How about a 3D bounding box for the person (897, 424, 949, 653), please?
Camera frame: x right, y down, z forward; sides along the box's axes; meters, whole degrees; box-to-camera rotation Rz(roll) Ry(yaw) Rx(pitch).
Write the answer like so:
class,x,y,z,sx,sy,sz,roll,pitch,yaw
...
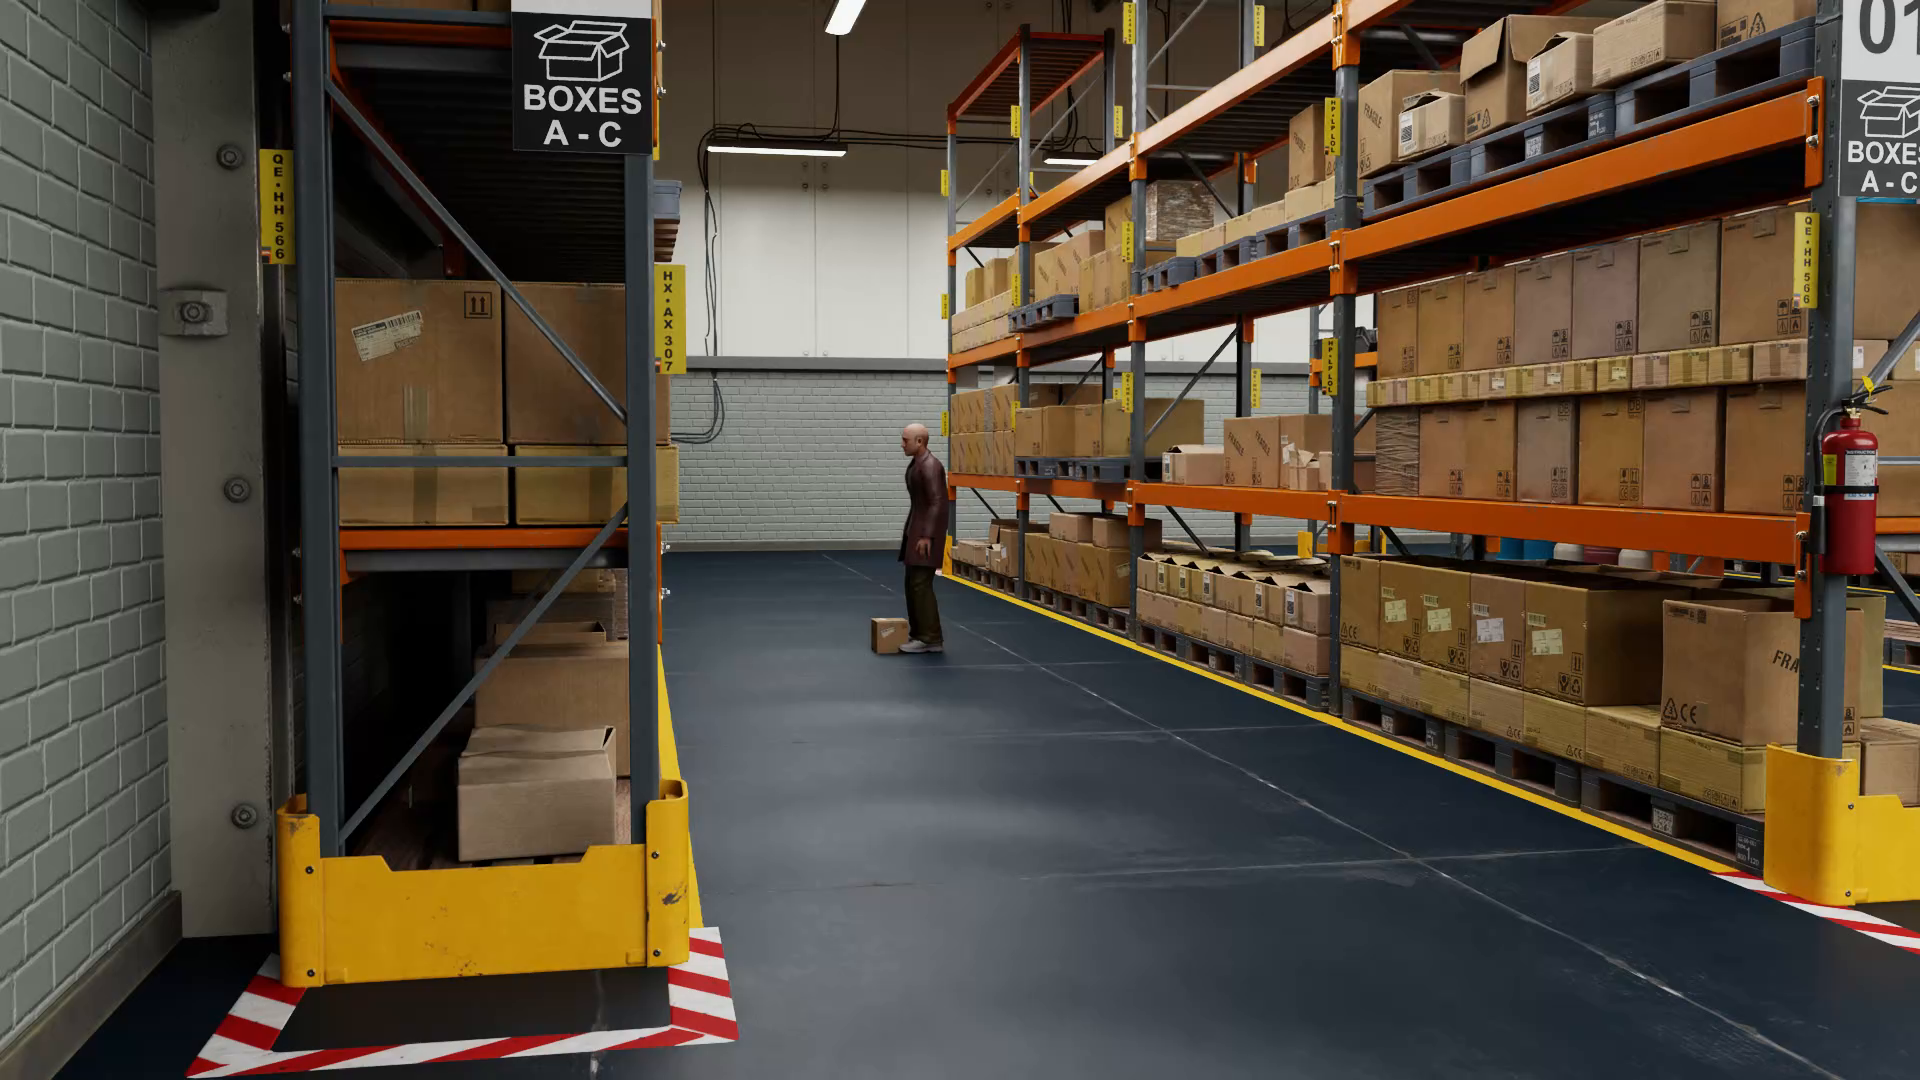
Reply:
class,x,y,z,sx,sy,sz,roll,pitch,yaw
person,-0.304,-0.018,12.959,0.422,1.774,0.654,-1,3,-15
